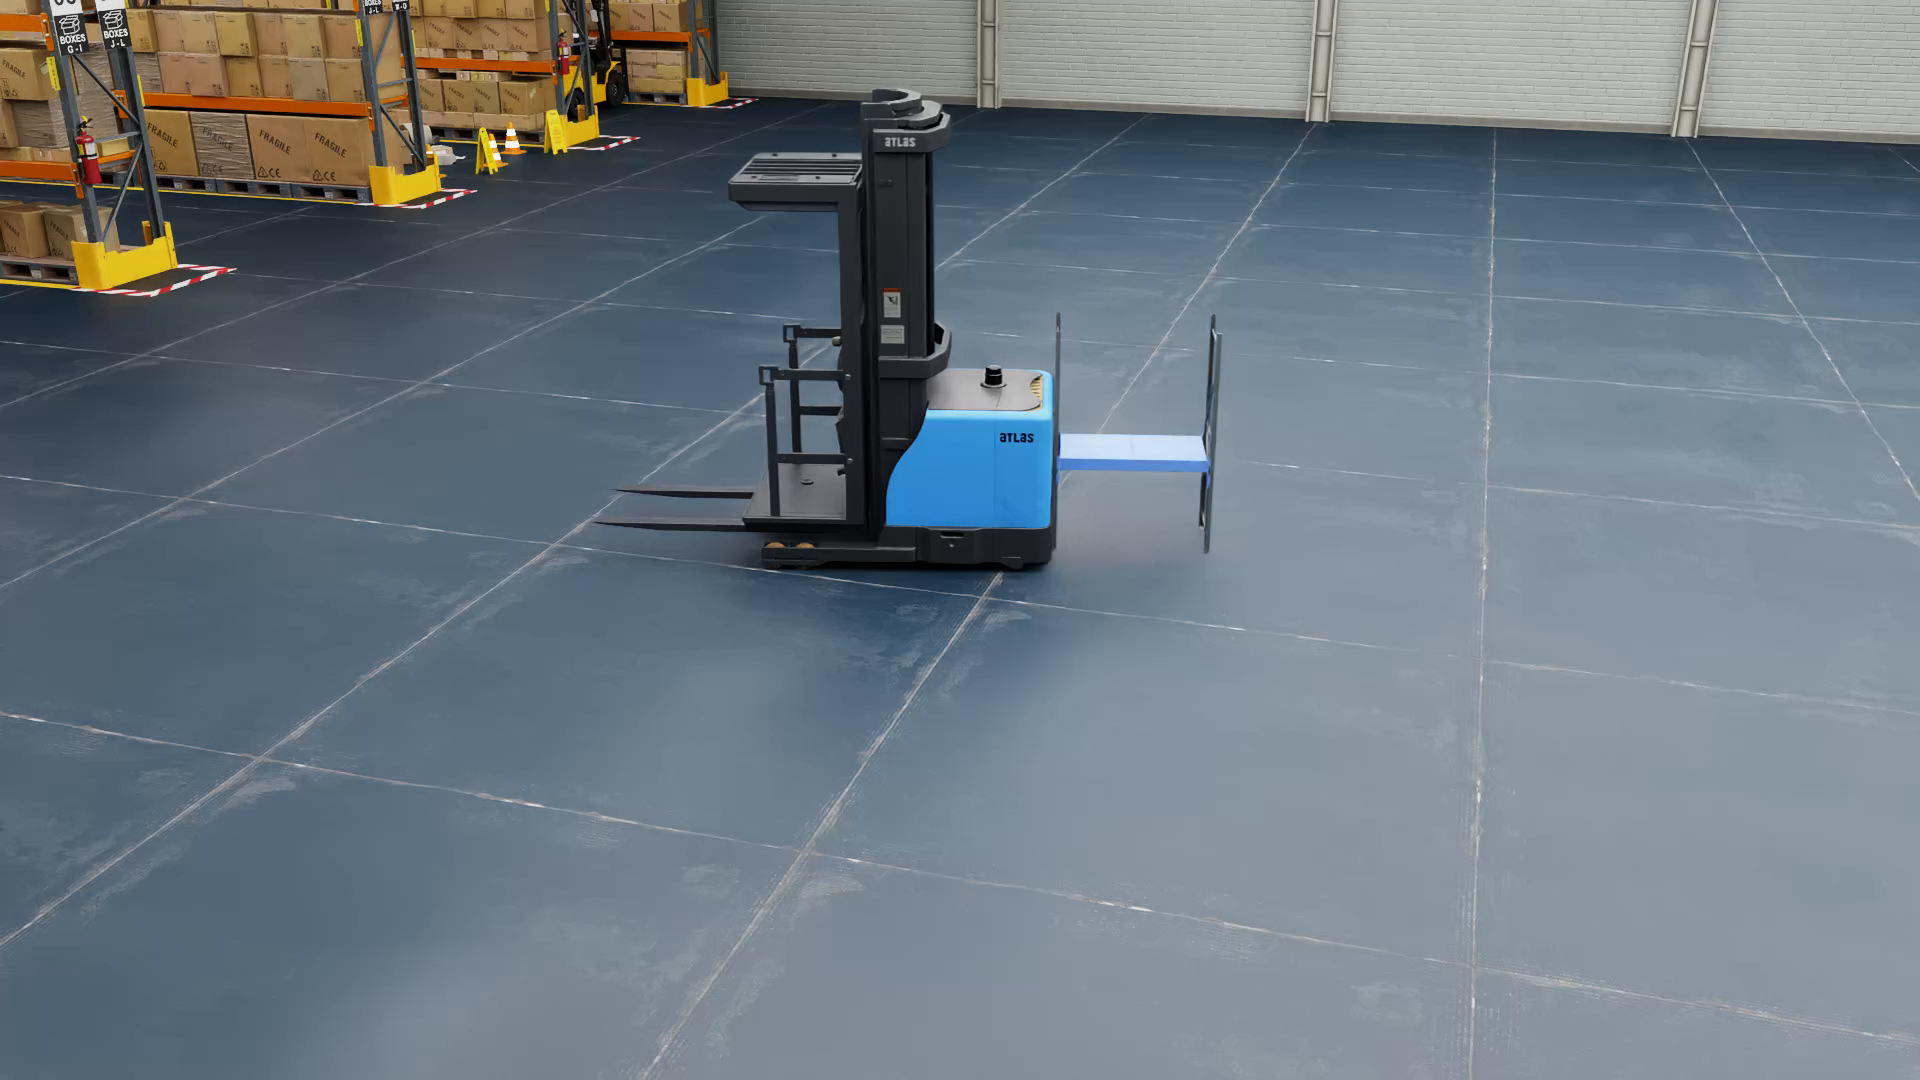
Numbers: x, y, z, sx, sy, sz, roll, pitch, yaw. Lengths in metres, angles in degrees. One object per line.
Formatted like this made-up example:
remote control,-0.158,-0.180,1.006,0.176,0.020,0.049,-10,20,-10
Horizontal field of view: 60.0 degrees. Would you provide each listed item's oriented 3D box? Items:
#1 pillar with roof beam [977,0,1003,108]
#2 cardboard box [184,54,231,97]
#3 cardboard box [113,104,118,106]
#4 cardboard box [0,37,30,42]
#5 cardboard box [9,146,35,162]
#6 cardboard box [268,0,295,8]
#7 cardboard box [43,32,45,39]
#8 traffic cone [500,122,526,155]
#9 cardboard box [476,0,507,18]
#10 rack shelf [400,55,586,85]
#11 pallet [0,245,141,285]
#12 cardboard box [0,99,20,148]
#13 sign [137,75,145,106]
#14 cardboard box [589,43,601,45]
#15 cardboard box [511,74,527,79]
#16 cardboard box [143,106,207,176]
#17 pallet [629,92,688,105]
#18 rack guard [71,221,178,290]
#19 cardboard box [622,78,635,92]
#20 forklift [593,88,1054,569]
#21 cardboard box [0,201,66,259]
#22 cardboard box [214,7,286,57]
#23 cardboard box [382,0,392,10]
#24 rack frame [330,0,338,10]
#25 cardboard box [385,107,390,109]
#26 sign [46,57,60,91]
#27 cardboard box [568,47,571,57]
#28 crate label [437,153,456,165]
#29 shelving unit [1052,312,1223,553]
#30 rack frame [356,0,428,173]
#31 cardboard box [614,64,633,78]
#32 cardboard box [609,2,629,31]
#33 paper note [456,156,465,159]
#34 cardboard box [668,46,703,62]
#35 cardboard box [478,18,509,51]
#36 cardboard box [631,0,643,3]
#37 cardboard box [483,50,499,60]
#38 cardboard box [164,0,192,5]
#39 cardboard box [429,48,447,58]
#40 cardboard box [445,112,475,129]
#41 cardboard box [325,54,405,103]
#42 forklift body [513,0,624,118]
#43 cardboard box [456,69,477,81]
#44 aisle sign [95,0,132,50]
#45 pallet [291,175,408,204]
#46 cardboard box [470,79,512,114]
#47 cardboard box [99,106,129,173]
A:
pillar with roof beam,-0.694,-10.642,25.356,0.400,9.000,9.100,7,23,16
cardboard box,-10.008,-6.389,22.695,0.550,0.550,0.875,7,23,16
cardboard box,-14.515,-8.075,29.249,0.875,0.875,0.875,6,23,15
cardboard box,-10.485,-5.197,18.147,0.500,0.500,0.500,7,23,16
cardboard box,-9.907,-4.156,17.781,0.250,0.149,0.380,7,23,16
cardboard box,-11.032,-8.718,27.495,0.500,0.500,0.500,7,23,16
cardboard box,-12.351,-7.126,23.241,0.500,0.500,0.700,6,23,15
traffic cone,-7.003,-6.285,25.983,0.334,0.463,0.336,7,23,16
cardboard box,-7.253,-8.562,26.349,0.500,0.500,0.700,7,23,16
rack shelf,-8.133,-7.767,27.201,4.000,0.370,1.077,7,23,16
pallet,-9.922,-3.100,18.550,1.213,0.211,1.003,7,23,16
cardboard box,-10.113,-4.545,17.875,0.500,0.500,0.875,7,23,16
sign,-8.925,-4.878,18.068,0.005,0.325,0.100,7,23,16
cardboard box,-7.121,-9.414,32.019,0.500,0.250,0.500,7,23,16
cardboard box,-7.436,-7.397,27.432,0.500,0.500,0.500,6,23,14
cardboard box,-10.799,-5.626,23.280,0.875,0.875,0.875,7,23,16
pallet,-5.533,-8.463,31.624,1.213,0.211,1.003,7,23,16
rack guard,-9.154,-3.132,18.246,0.348,0.500,1.175,7,23,16
cardboard box,-6.279,-8.659,31.498,0.500,0.250,0.500,7,23,16
forklift,-0.897,-1.366,10.737,3.031,2.935,1.130,1,22,3
cardboard box,-10.256,-3.445,18.458,0.500,0.500,0.500,13,26,29
cardboard box,-9.491,-6.843,22.380,0.500,0.550,0.875,7,23,16
cardboard box,-9.207,-8.775,26.868,0.500,0.500,0.700,7,23,16
rack frame,-10.048,-8.319,27.599,0.127,3.000,1.000,7,23,16
cardboard box,-9.561,-7.425,27.501,0.500,0.500,0.500,8,24,18
sign,-9.261,-4.762,16.986,0.005,0.325,0.100,7,23,16
cardboard box,-6.484,-7.877,26.851,0.250,0.149,0.380,7,23,16
crate label,-7.769,-5.758,25.126,0.298,0.136,0.250,-5,23,-12
shelving unit,1.147,-0.712,11.030,1.048,1.500,0.538,1,22,3
rack frame,-7.552,-6.071,22.118,0.127,3.000,1.000,7,23,16
cardboard box,-6.322,-8.886,31.390,0.500,0.250,0.500,6,23,14
cardboard box,-6.320,-9.806,31.091,0.500,0.500,0.500,6,23,14
paper note,-7.699,-5.887,25.582,0.142,0.019,0.148,-1,22,-3
cardboard box,-5.194,-9.191,31.476,0.500,0.250,0.500,6,23,15
cardboard box,-7.296,-8.080,26.493,0.500,0.500,0.500,7,23,16
cardboard box,-5.919,-10.066,30.871,0.250,0.149,0.380,6,23,15
cardboard box,-7.407,-7.768,26.587,0.250,0.149,0.380,7,23,16
cardboard box,-13.013,-8.948,28.054,0.500,0.500,0.500,8,24,18
cardboard box,-8.368,-7.891,26.885,0.250,0.149,0.380,6,23,15
cardboard box,-8.066,-6.909,27.230,0.500,0.250,0.500,6,23,14
cardboard box,-7.920,-6.165,22.149,0.550,0.550,0.875,7,23,16
forklift body,-7.131,-8.837,29.979,1.214,2.155,2.313,7,23,16
cardboard box,-7.923,-7.517,26.870,0.250,0.149,0.380,8,23,18
aisle sign,-8.935,-5.585,17.508,0.004,0.787,0.394,7,23,16
pallet,-8.340,-4.840,22.792,1.213,0.211,1.003,7,23,15
cardboard box,-7.562,-7.199,26.949,0.500,0.500,0.500,7,23,17
cardboard box,-12.002,-5.698,23.620,0.750,0.750,1.050,6,23,15
